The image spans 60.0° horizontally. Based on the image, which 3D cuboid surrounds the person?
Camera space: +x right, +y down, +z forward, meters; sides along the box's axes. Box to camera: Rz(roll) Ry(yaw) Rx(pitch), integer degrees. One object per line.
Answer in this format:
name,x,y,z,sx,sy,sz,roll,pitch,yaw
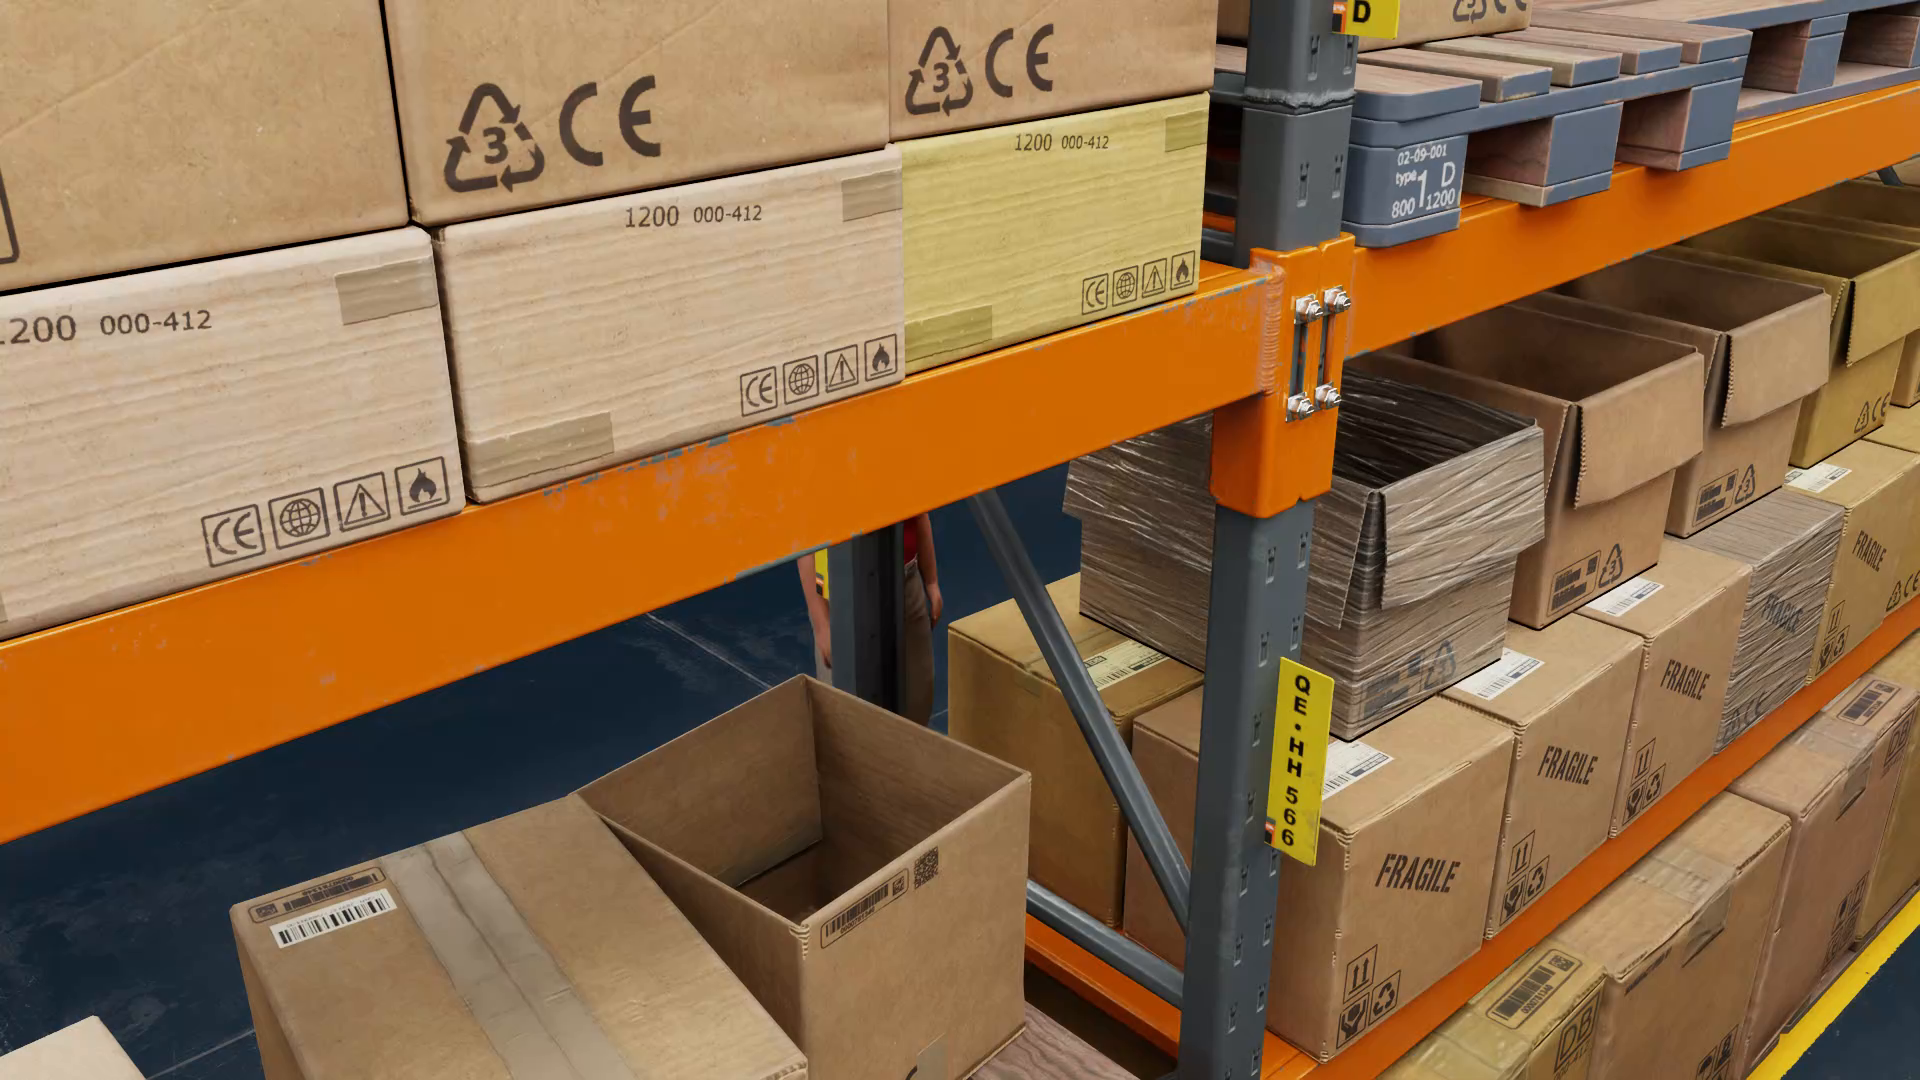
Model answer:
person,-0.283,0.228,5.612,0.391,1.726,0.580,22,32,40
